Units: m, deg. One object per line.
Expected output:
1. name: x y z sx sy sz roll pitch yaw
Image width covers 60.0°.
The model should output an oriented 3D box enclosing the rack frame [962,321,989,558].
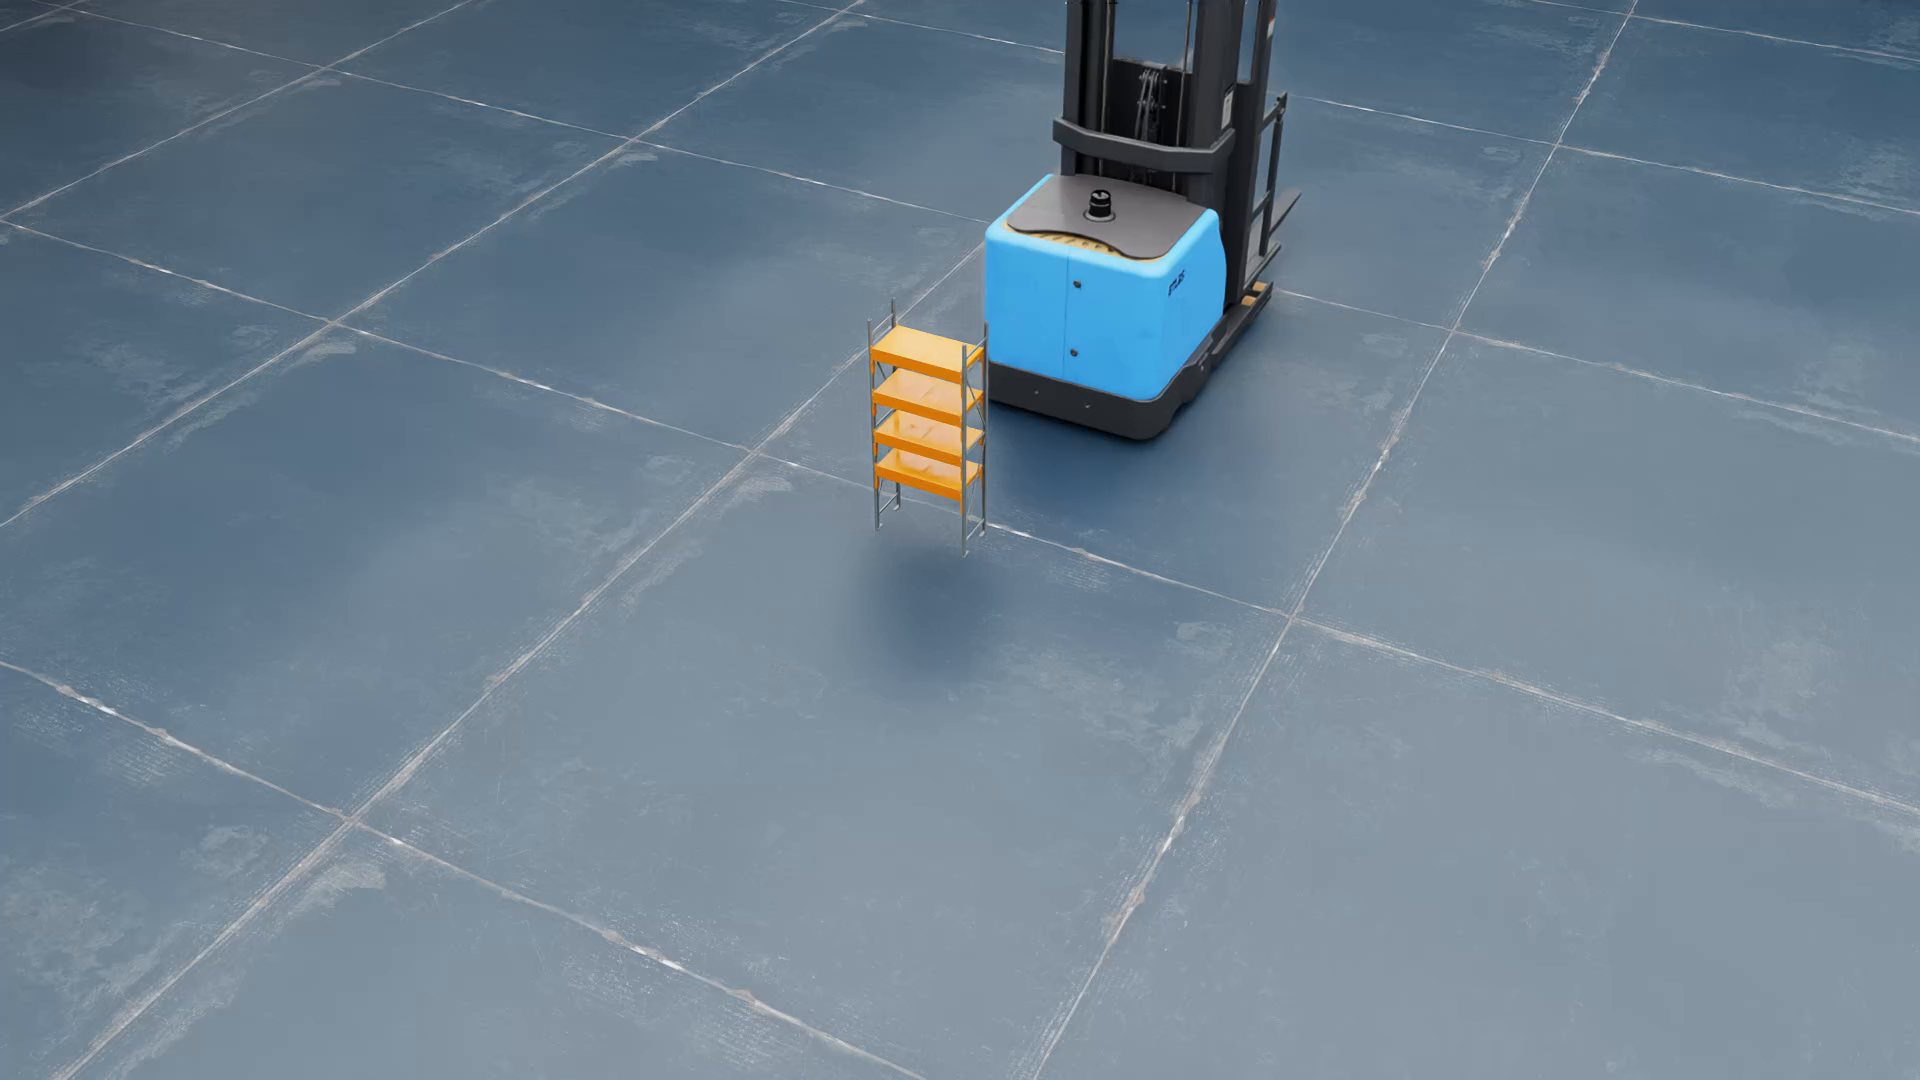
1. rack frame: 0.070 -0.456 7.878 0.015 1.200 0.240 17 41 21

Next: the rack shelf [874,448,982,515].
1. rack shelf: -0.147 -0.312 8.128 0.480 0.148 0.258 17 41 21

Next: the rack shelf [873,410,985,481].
1. rack shelf: -0.147 -0.470 8.008 0.480 0.148 0.258 17 41 21

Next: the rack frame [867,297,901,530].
1. rack frame: -0.364 -0.592 8.057 0.015 1.200 0.240 17 41 21

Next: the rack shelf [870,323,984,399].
1. rack shelf: -0.147 -0.837 7.730 0.480 0.148 0.258 17 41 21

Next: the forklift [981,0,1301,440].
1. forklift: 1.246 -2.580 9.244 1.130 2.935 3.031 18 41 22

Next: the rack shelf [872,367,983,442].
1. rack shelf: -0.147 -0.649 7.873 0.480 0.148 0.258 17 41 21

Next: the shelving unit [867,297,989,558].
1. shelving unit: -0.147 -0.524 7.968 0.503 1.200 0.258 17 41 21
